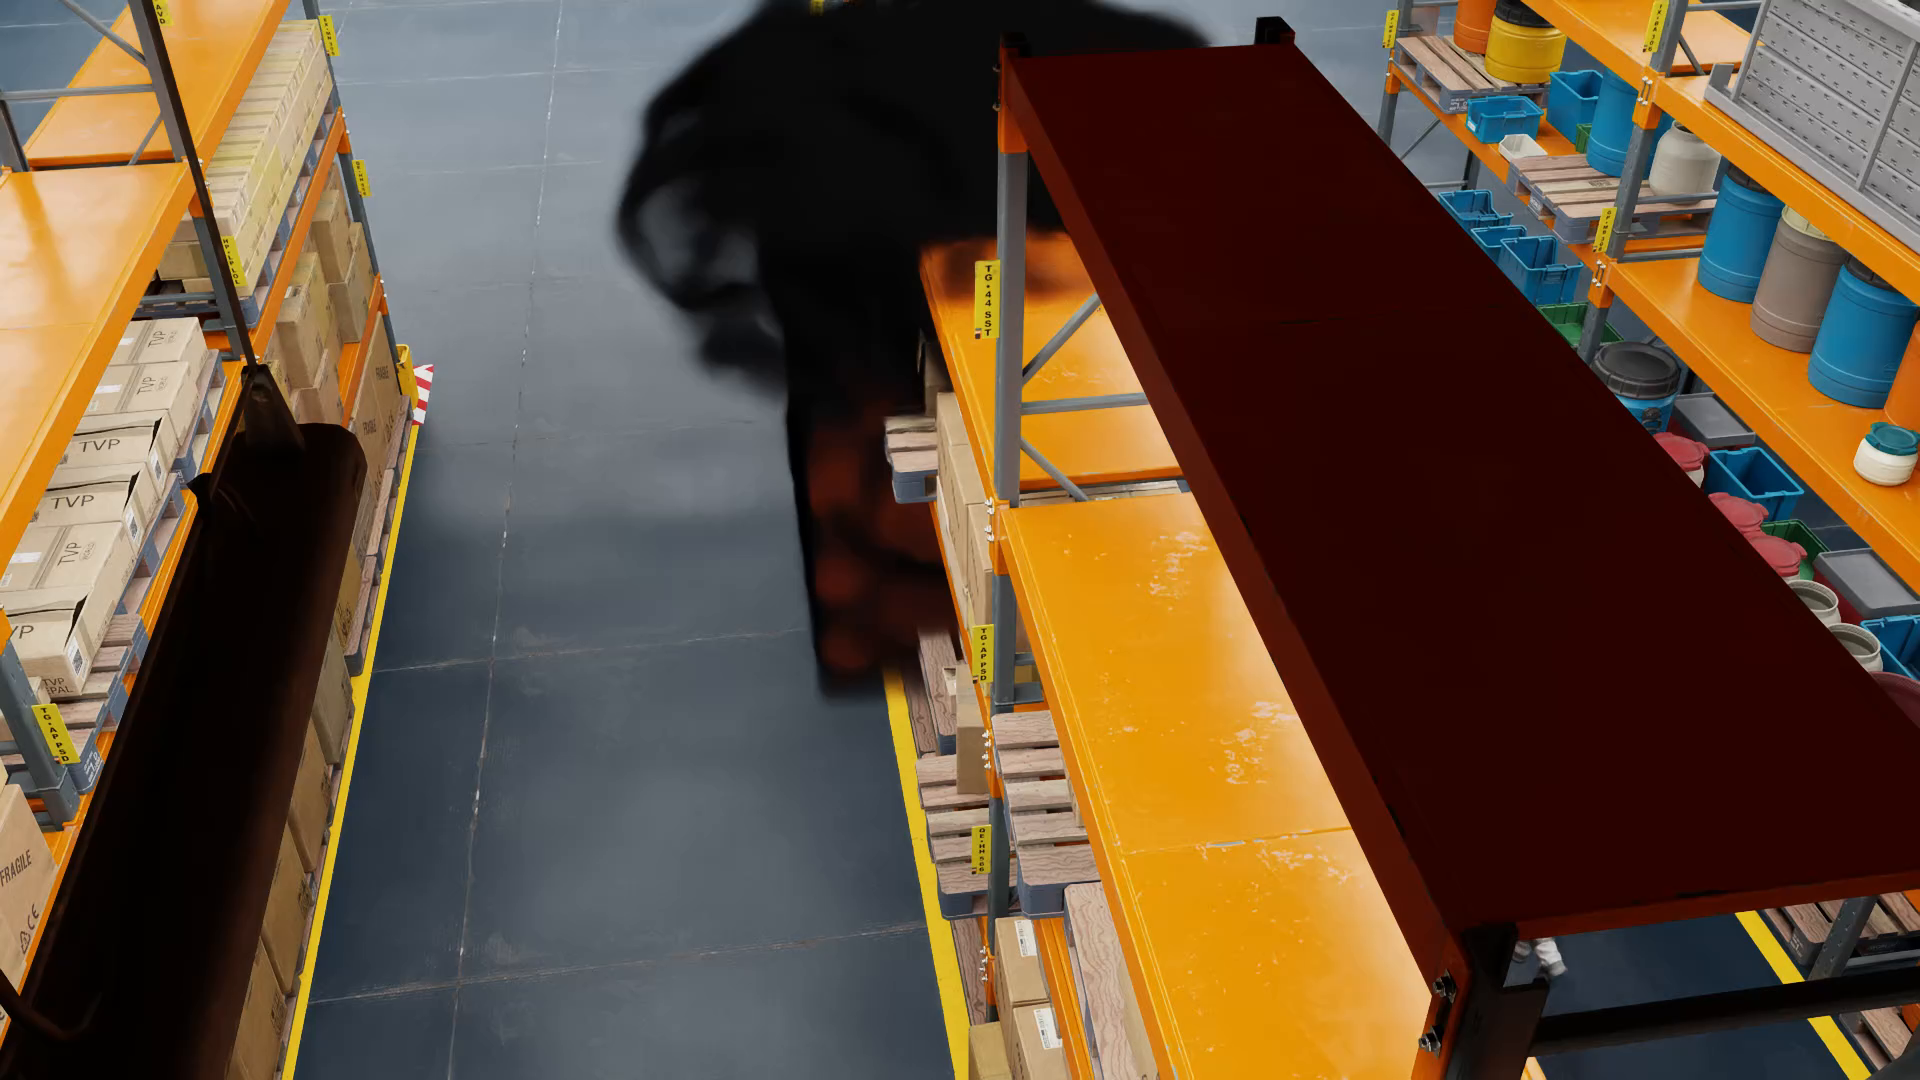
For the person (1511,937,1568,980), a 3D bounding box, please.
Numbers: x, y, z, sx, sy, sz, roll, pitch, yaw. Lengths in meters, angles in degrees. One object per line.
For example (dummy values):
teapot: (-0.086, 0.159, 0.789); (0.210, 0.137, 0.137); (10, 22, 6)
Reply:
person: (3.285, 1.778, 9.079); (0.655, 1.763, 0.690); (-9, 37, -12)
